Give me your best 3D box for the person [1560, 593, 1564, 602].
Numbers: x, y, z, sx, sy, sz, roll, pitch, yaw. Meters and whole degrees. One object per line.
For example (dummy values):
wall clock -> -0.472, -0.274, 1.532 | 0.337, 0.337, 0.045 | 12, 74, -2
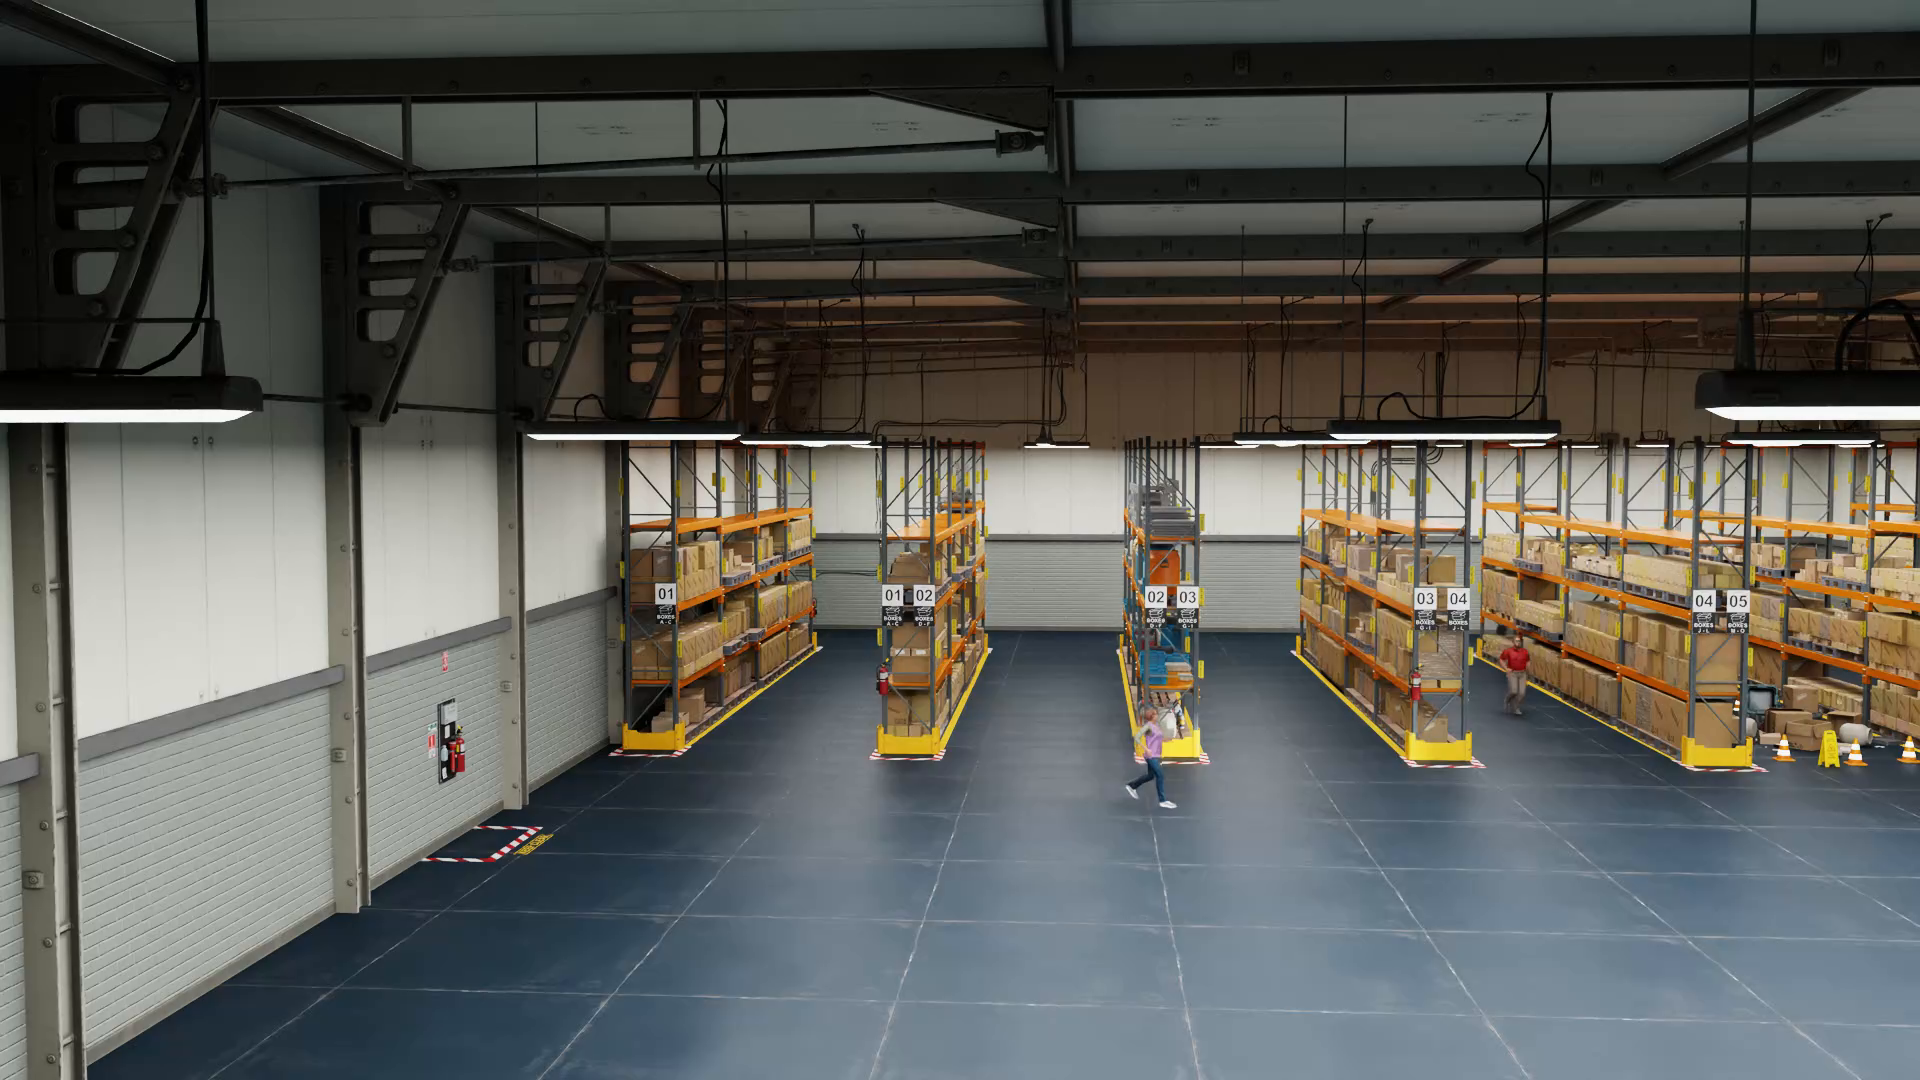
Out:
person -> 17.074, 2.310, 47.427 | 0.610, 1.743, 0.646 | 0, 3, 5

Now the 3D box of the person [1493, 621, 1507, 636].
person -> 15.499, 2.399, 47.442 | 0.560, 1.620, 0.634 | 3, 4, 40

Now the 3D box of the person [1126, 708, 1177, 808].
person -> 3.067, 3.480, 26.717 | 0.886, 1.579, 0.542 | 1, 3, 25

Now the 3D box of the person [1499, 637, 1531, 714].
person -> 12.092, 2.946, 36.086 | 0.656, 1.676, 0.610 | 0, 3, -4
